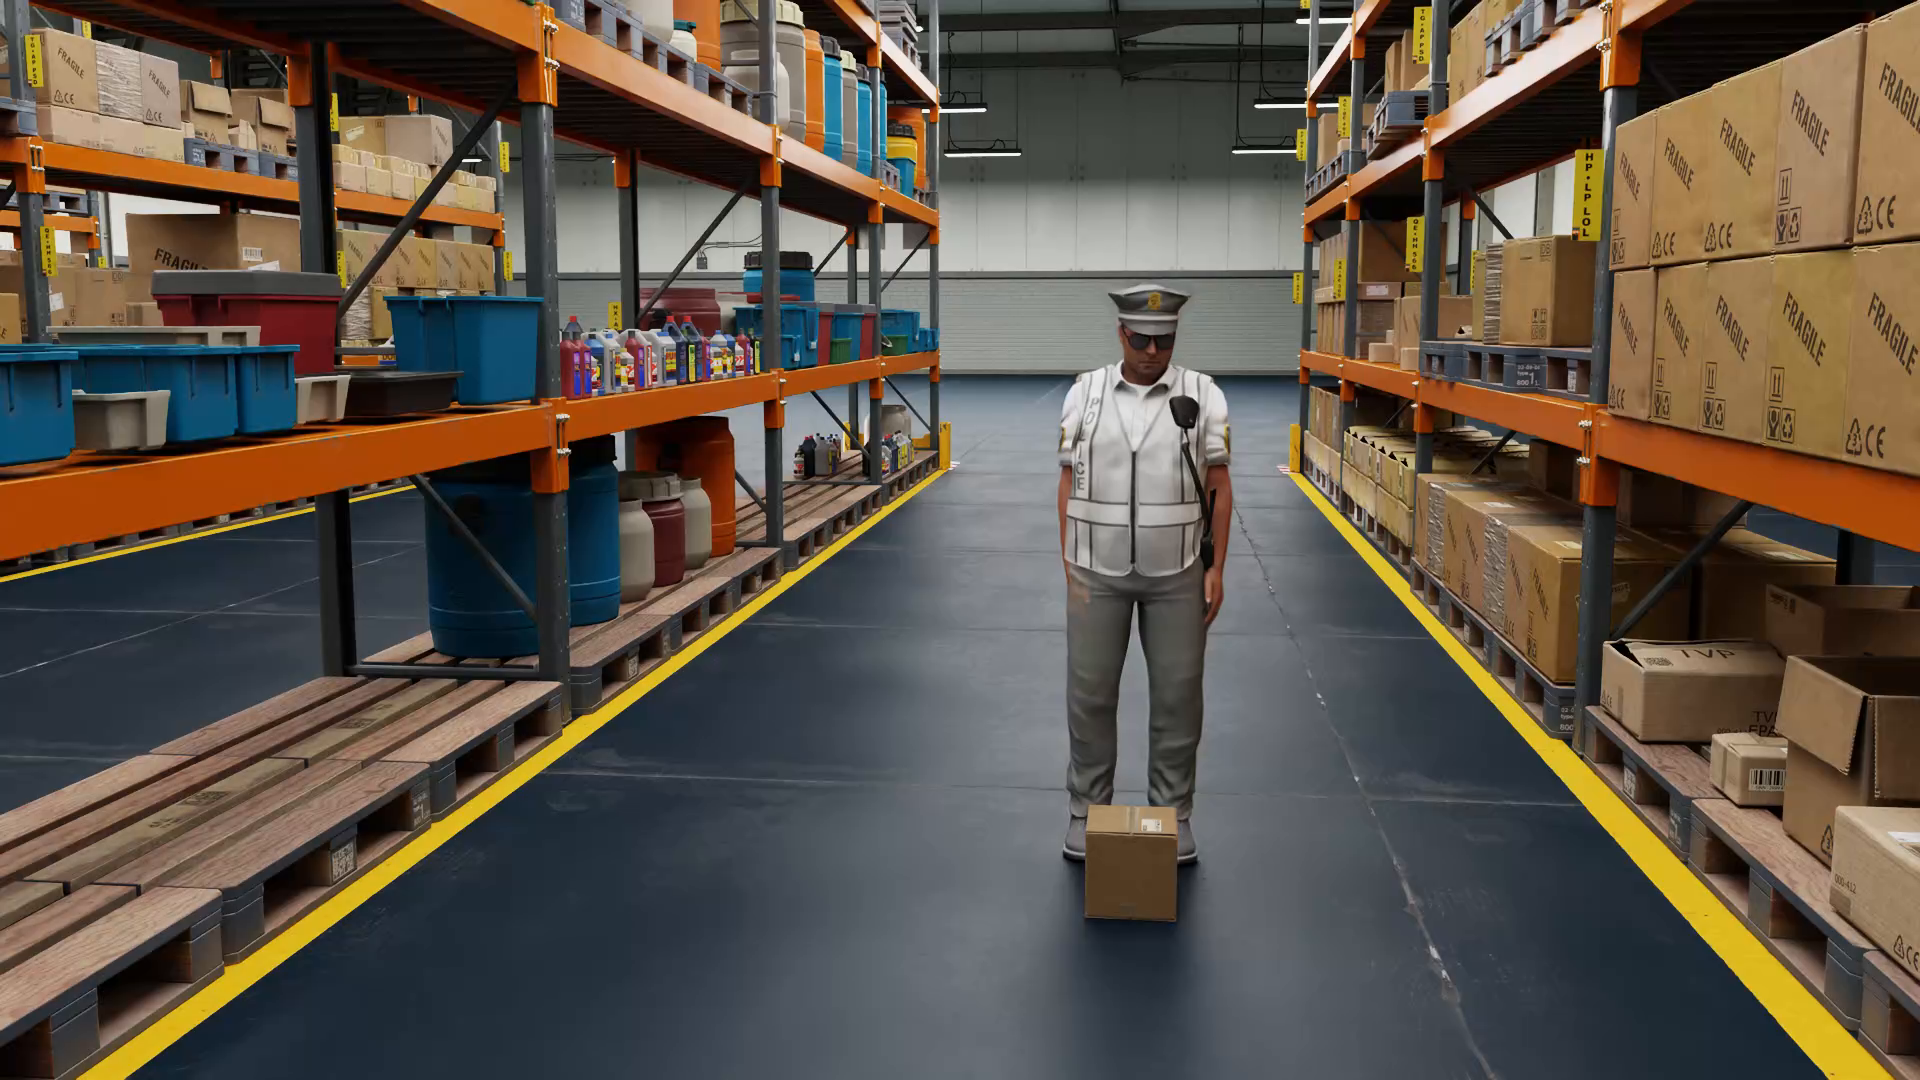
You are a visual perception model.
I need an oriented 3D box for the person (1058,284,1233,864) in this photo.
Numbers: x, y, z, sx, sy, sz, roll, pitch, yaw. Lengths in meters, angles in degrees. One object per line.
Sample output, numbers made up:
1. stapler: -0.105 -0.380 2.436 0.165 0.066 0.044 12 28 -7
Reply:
1. person: 0.557 0.101 5.061 0.530 1.740 0.391 1 8 7
